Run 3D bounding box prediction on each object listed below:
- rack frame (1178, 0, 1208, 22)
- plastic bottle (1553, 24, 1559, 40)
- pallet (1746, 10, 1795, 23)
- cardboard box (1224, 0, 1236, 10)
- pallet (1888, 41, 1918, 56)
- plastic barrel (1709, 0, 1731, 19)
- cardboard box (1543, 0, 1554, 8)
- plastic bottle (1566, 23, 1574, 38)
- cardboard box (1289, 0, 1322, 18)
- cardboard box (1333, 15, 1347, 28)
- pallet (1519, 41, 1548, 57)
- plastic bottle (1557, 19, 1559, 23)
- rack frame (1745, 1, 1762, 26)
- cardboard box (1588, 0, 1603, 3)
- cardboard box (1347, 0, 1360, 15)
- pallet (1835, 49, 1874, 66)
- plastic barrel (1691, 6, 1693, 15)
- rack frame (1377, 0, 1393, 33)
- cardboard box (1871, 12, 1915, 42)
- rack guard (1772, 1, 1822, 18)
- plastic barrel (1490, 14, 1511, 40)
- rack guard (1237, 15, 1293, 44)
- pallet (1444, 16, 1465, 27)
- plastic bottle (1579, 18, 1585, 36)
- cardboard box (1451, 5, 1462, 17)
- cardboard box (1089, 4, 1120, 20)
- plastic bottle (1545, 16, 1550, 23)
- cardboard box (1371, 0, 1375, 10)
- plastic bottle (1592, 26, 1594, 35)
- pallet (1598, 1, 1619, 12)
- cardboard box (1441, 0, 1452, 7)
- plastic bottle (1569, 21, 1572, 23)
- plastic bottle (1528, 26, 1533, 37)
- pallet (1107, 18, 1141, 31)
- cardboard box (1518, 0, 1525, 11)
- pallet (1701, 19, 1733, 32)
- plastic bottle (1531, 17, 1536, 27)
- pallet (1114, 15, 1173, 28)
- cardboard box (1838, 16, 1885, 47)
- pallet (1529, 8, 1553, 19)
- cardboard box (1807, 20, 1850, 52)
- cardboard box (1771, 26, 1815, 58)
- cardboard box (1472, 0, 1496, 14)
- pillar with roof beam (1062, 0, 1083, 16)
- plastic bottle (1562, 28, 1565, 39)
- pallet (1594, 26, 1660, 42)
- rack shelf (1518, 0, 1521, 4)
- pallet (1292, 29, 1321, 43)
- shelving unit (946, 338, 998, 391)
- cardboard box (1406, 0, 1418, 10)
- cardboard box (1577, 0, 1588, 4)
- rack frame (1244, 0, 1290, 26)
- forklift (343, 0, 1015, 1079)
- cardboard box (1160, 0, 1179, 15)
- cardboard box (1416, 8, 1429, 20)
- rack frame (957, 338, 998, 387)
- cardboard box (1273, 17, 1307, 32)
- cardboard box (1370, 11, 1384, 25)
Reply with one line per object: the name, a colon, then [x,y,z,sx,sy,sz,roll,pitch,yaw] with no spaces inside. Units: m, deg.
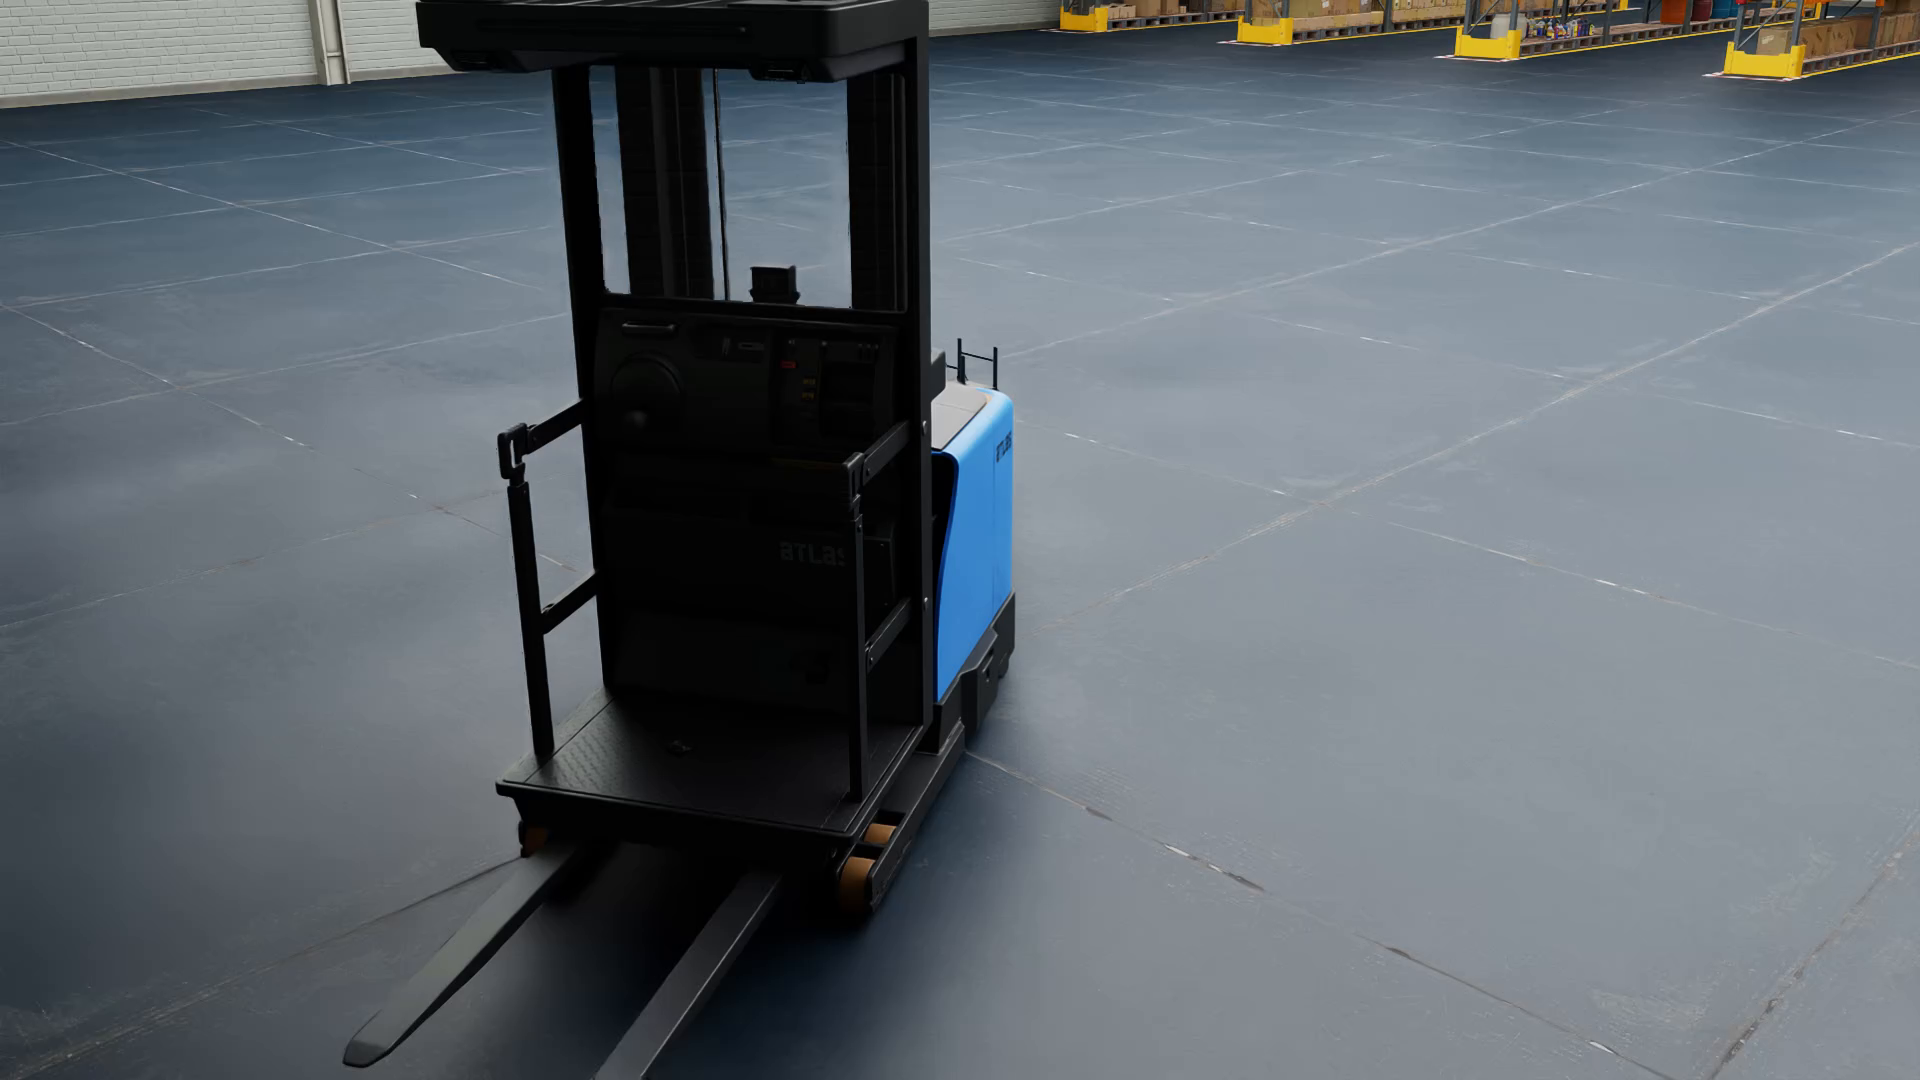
rack frame: [5.521,-13.926,39.624,1.000,3.000,0.127,19,28,41]
plastic bottle: [11.487,-9.797,32.056,0.133,0.283,0.061,-20,28,-41]
pallet: [19.536,-12.715,40.361,1.003,0.211,1.213,19,28,41]
cardboard box: [6.347,-13.303,40.875,0.700,0.500,0.500,19,28,40]
pallet: [17.561,-9.421,31.790,1.003,0.211,1.213,19,28,41]
plastic barrel: [17.314,-12.402,37.998,0.600,0.901,0.708,19,28,41]
cardboard box: [14.514,-13.583,41.604,0.500,0.500,0.500,19,28,40]
plastic bottle: [11.901,-9.969,32.514,0.135,0.276,0.152,-20,28,-41]
cardboard box: [7.163,-11.132,34.559,0.500,0.500,0.500,19,28,41]
cardboard box: [7.863,-11.039,35.360,0.500,0.250,0.500,19,28,41]
pallet: [10.418,-9.355,31.620,1.003,0.211,1.213,19,28,41]
plastic bottle: [11.953,-10.295,33.351,0.061,0.283,0.133,19,28,41]
rack frame: [18.200,-13.503,38.524,1.000,3.000,0.127,19,28,41]
cardboard box: [16.557,-14.255,43.701,0.500,0.250,0.500,19,28,41]
cardboard box: [8.202,-11.520,35.569,0.500,0.500,0.500,19,28,41]
pallet: [15.724,-8.723,29.976,1.003,0.211,1.213,19,28,41]
plastic barrel: [16.068,-11.807,36.994,0.421,0.512,0.421,0,21,0]
rack frame: [9.072,-12.687,36.401,1.000,3.000,0.127,19,28,41]
cardboard box: [17.736,-9.803,31.769,0.500,0.500,0.700,-17,27,-38]
rack guard: [20.997,-13.373,41.672,1.175,0.500,0.348,19,28,41]
plastic barrel: [10.233,-9.641,31.359,0.421,0.512,0.421,0,21,0]
rack guard: [6.265,-10.486,34.159,1.175,0.500,0.348,19,28,41]
pallet: [11.261,-12.212,39.052,1.003,0.211,1.213,19,28,41]
plastic bottle: [12.242,-10.128,32.823,0.144,0.351,0.185,18,27,38]
cardboard box: [11.313,-12.298,38.637,0.500,0.250,0.500,19,28,40]
cardboard box: [3.277,-12.003,37.757,0.500,0.311,0.500,15,26,35]
plastic bottle: [11.758,-10.311,33.300,0.185,0.351,0.144,-19,28,-41]
cardboard box: [9.149,-12.037,37.176,0.500,0.311,0.500,19,28,41]
plastic bottle: [12.589,-10.174,33.151,0.097,0.201,0.097,0,21,0]
pallet: [16.835,-14.245,44.342,1.003,0.211,1.213,19,28,41]
cardboard box: [10.962,-12.429,38.196,0.500,0.311,0.500,19,28,40]
plastic bottle: [12.118,-10.124,32.916,0.152,0.276,0.135,19,28,41]
plastic bottle: [11.190,-9.966,32.610,0.097,0.201,0.097,0,21,0]
pallet: [3.375,-11.815,38.021,1.003,0.211,1.213,19,28,41]
cardboard box: [13.460,-13.198,40.603,0.500,0.500,0.500,18,27,39]
pallet: [16.780,-11.698,37.715,1.003,0.211,1.213,19,28,41]
plastic bottle: [11.330,-10.154,32.889,0.144,0.351,0.185,19,28,40]
pallet: [4.226,-12.127,38.833,1.003,0.211,1.213,19,28,41]
cardboard box: [16.611,-9.398,30.714,0.700,0.500,0.500,17,27,37]
pallet: [14.113,-13.223,41.683,1.003,0.211,1.213,19,28,41]
cardboard box: [15.466,-8.994,29.692,0.500,0.500,0.500,-11,23,-25]
cardboard box: [14.217,-8.526,28.475,0.500,0.500,0.500,-12,24,-28]
cardboard box: [12.385,-12.799,39.564,0.500,0.500,0.500,-19,28,-40]
pillar with roof beam: [5.683,-15.017,34.101,9.100,9.000,0.400,19,28,41]
plastic bottle: [11.694,-9.844,32.293,0.097,0.201,0.097,0,21,0]
pallet: [13.990,-10.671,35.044,1.003,0.211,1.213,19,28,41]
rack shelf: [11.224,-10.596,31.965,1.077,0.370,4.000,19,28,41]
pallet: [6.785,-10.564,34.765,1.003,0.211,1.213,19,28,41]
shelving unit: [0.006,-0.422,7.419,0.258,0.900,0.210,19,28,41]
cardboard box: [9.892,-12.032,37.164,0.500,0.311,0.500,19,28,40]
cardboard box: [15.960,-14.268,43.380,0.797,0.503,0.637,19,28,41]
rack frame: [6.282,-11.659,33.726,1.000,3.000,0.127,19,28,41]
forklift: [-0.687,-0.448,4.654,1.130,2.935,3.031,6,22,15]
cardboard box: [4.825,-12.687,39.274,0.500,0.500,0.500,17,27,37]
cardboard box: [10.248,-11.906,37.617,0.500,0.250,0.500,18,28,39]
rack frame: [0.077,-0.448,7.487,0.240,0.900,0.006,19,28,41]
cardboard box: [6.815,-10.653,34.358,0.500,0.250,0.500,19,28,41]
cardboard box: [8.905,-11.425,36.367,0.500,0.250,0.500,19,28,41]
